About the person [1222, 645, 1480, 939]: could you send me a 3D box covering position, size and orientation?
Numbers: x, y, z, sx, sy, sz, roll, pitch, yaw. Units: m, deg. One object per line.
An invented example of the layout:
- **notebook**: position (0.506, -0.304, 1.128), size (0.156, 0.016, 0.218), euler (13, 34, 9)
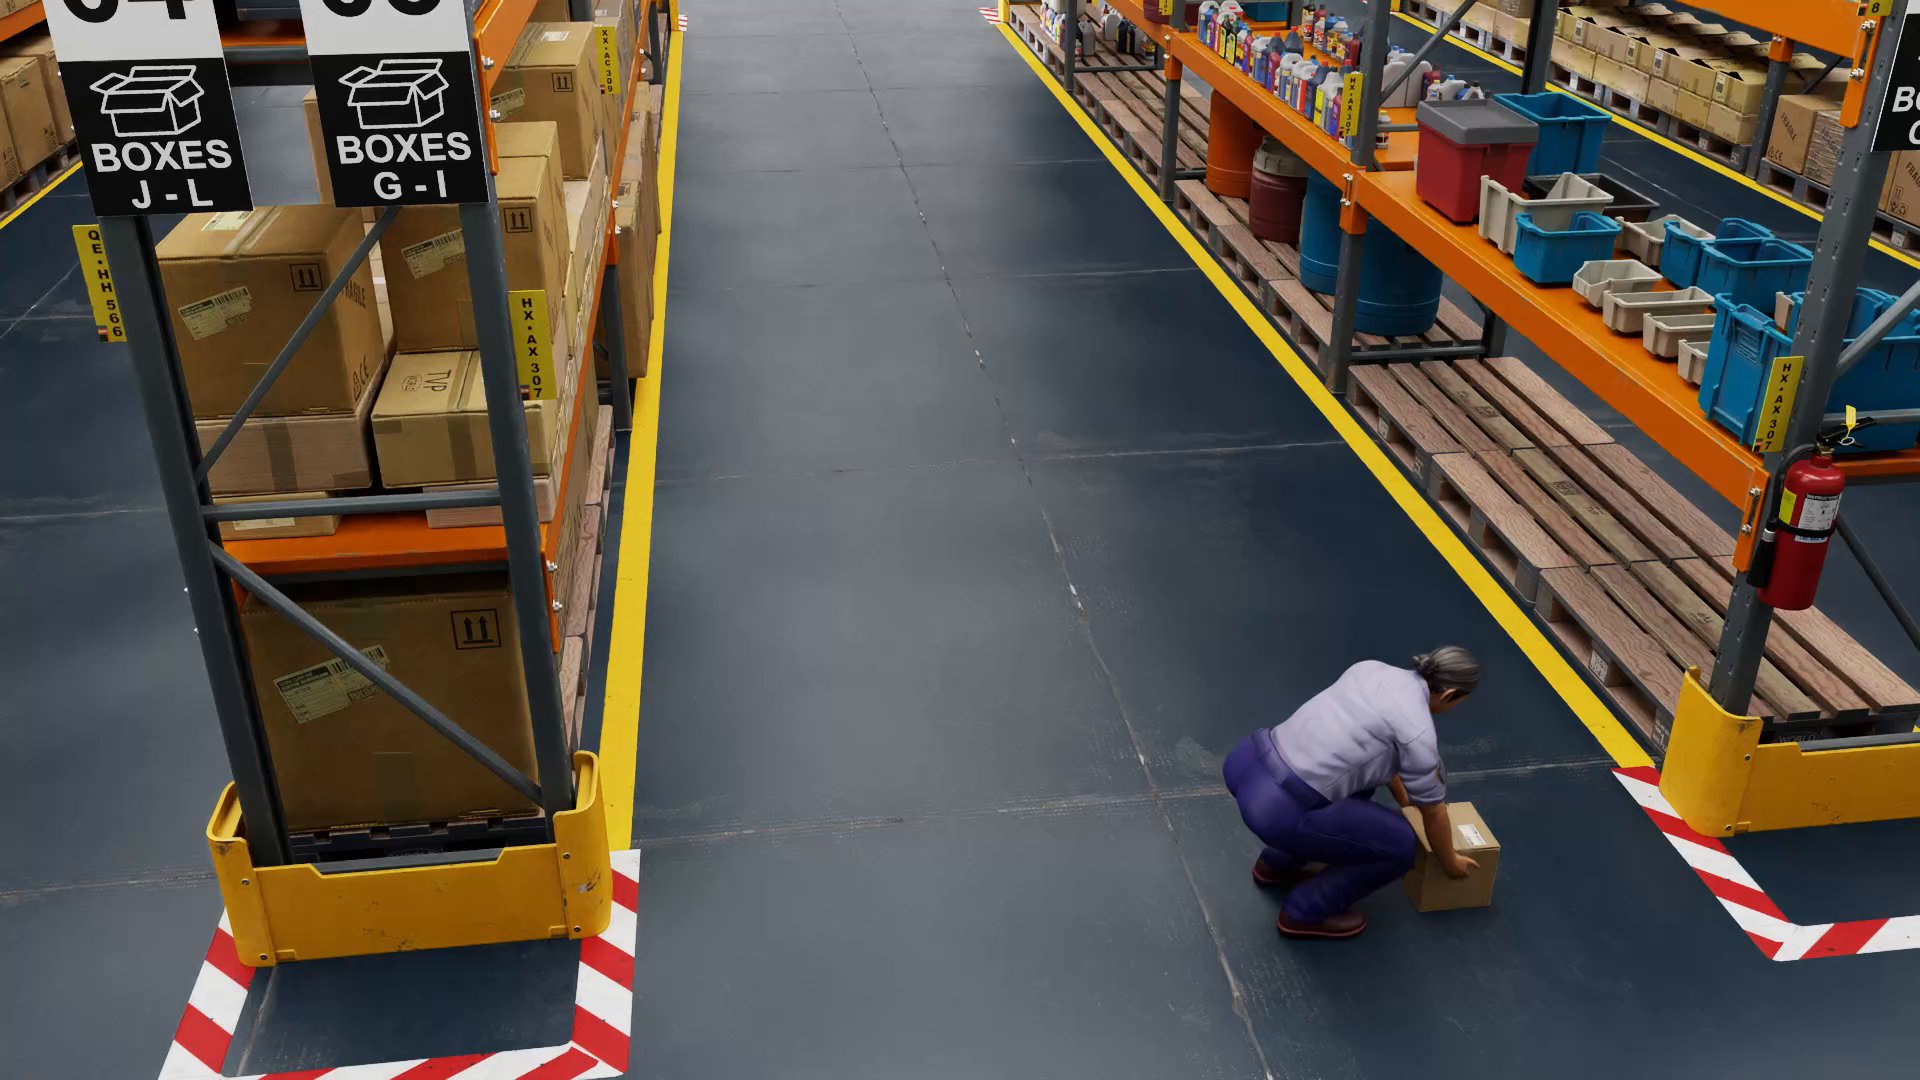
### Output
- **person**: position (1.268, 0.792, 5.402), size (0.825, 0.920, 0.526), euler (-4, 28, -7)
